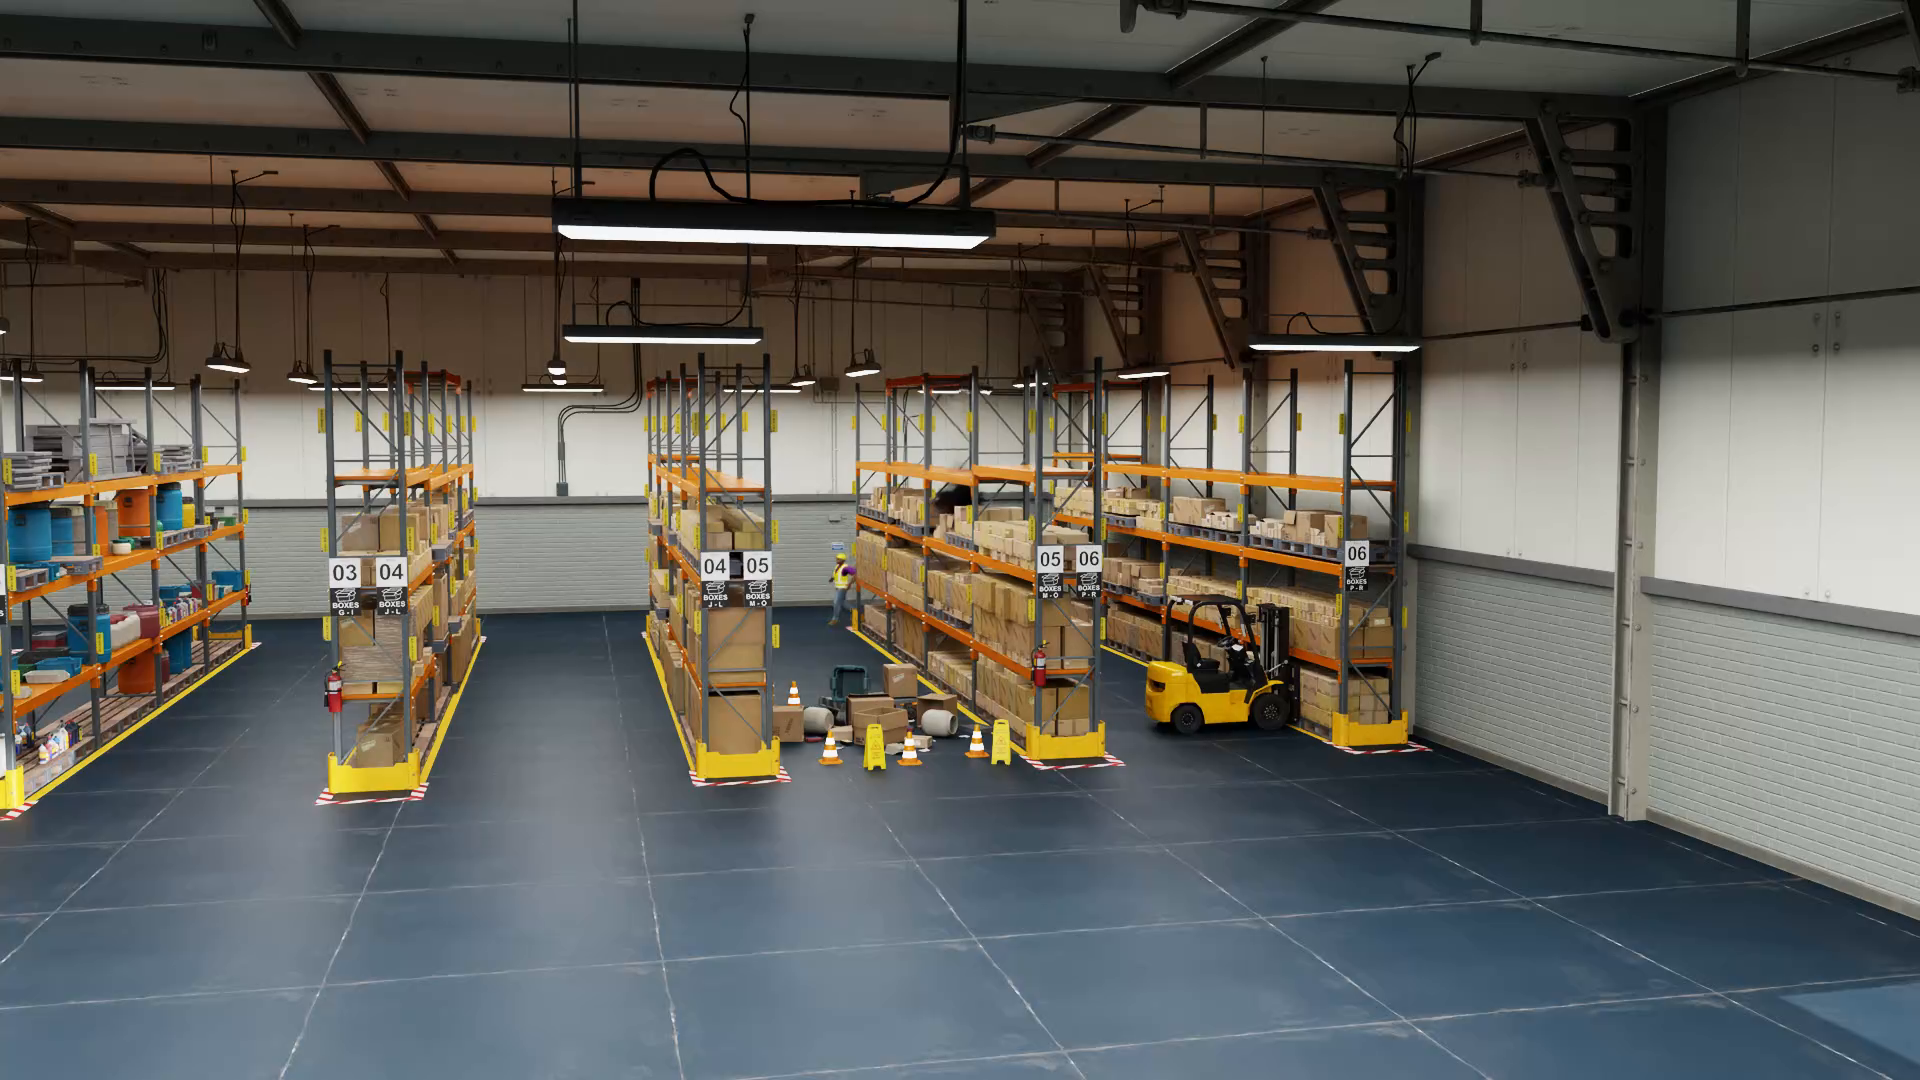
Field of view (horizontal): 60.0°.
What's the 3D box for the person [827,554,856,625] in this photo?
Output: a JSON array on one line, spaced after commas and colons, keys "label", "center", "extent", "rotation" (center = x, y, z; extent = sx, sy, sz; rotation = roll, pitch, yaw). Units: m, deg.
[{"label": "person", "center": [-2.946, 1.222, 41.626], "extent": [0.909, 1.776, 0.681], "rotation": [-2, 4, -26]}]
